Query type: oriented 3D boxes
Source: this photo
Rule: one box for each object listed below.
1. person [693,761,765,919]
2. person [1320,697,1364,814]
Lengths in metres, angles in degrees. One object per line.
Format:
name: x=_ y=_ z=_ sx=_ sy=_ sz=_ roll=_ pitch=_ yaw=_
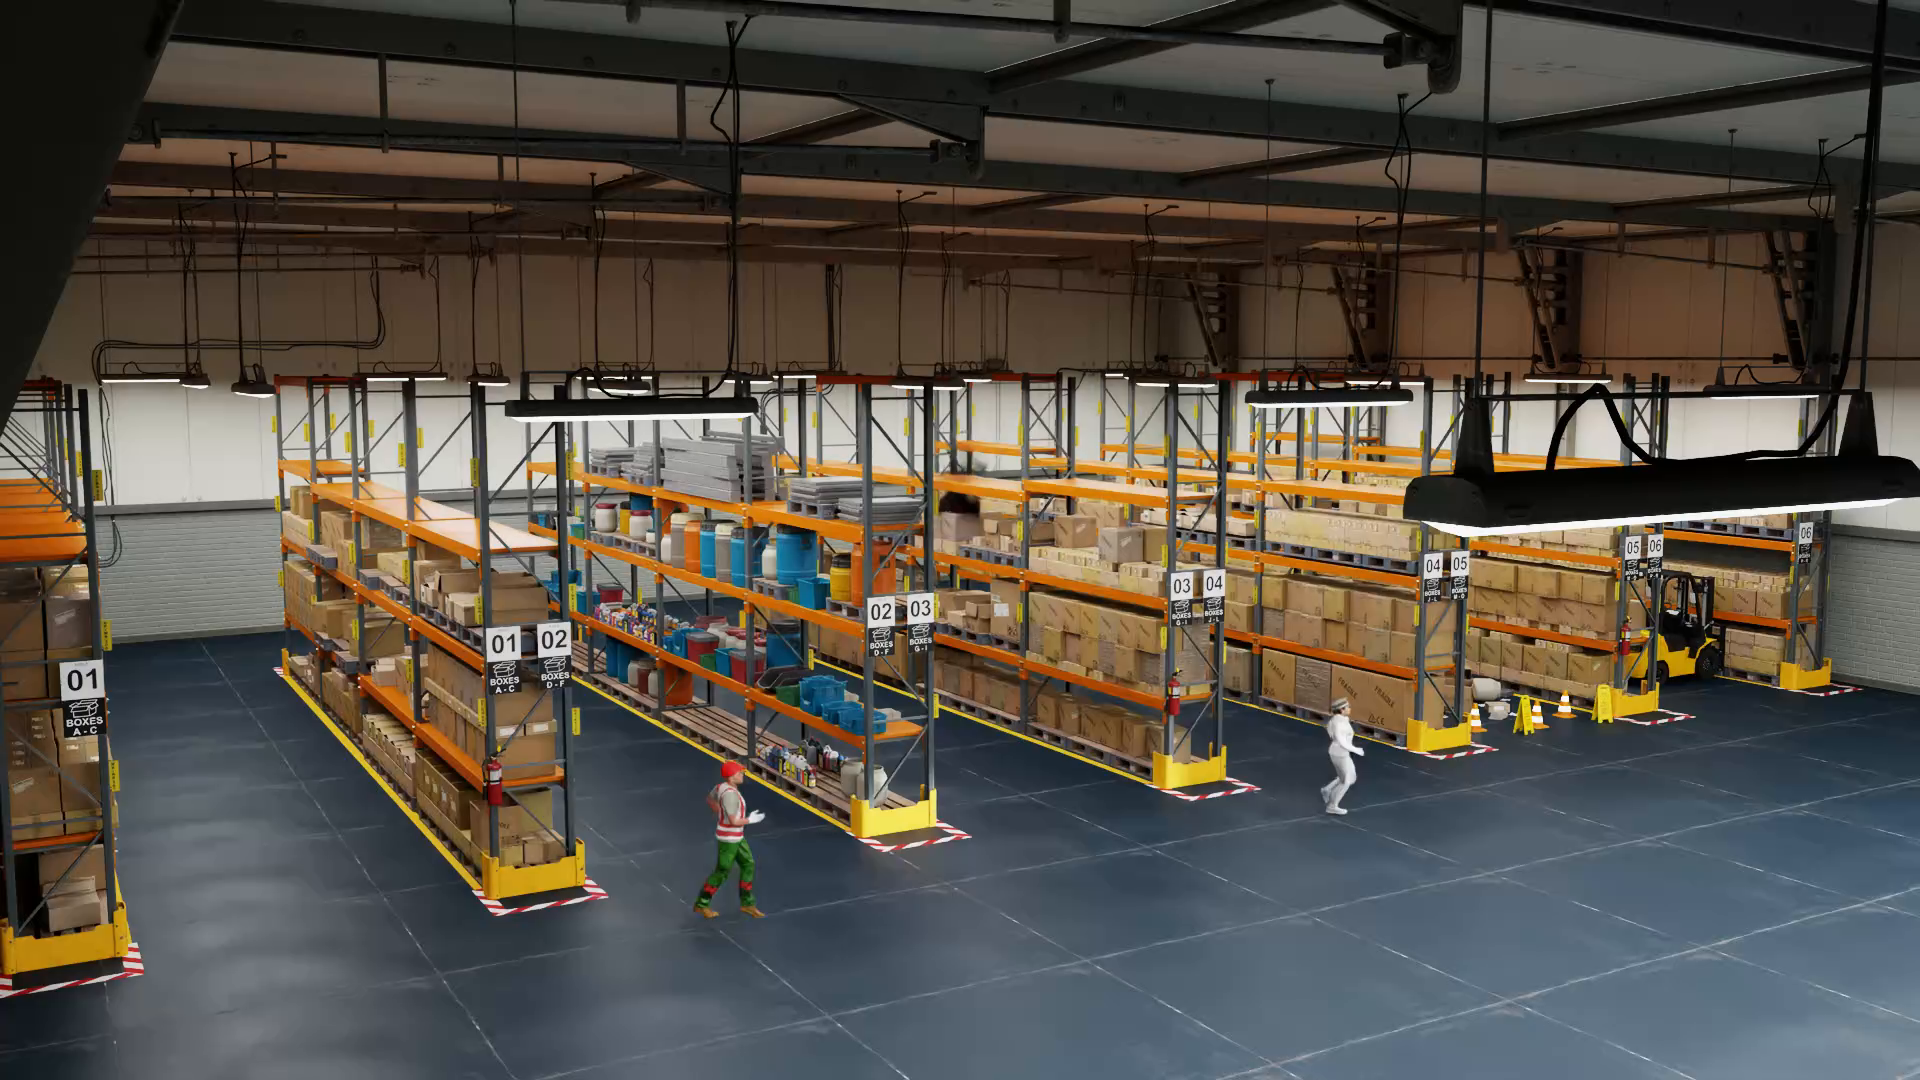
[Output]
person: x=-2.599 y=3.392 z=18.684 sx=0.818 sy=1.849 sz=0.670 roll=-1 pitch=6 yaw=-5
person: x=5.309 y=2.981 z=23.093 sx=0.569 sy=1.649 sz=0.663 roll=1 pitch=6 yaw=9
